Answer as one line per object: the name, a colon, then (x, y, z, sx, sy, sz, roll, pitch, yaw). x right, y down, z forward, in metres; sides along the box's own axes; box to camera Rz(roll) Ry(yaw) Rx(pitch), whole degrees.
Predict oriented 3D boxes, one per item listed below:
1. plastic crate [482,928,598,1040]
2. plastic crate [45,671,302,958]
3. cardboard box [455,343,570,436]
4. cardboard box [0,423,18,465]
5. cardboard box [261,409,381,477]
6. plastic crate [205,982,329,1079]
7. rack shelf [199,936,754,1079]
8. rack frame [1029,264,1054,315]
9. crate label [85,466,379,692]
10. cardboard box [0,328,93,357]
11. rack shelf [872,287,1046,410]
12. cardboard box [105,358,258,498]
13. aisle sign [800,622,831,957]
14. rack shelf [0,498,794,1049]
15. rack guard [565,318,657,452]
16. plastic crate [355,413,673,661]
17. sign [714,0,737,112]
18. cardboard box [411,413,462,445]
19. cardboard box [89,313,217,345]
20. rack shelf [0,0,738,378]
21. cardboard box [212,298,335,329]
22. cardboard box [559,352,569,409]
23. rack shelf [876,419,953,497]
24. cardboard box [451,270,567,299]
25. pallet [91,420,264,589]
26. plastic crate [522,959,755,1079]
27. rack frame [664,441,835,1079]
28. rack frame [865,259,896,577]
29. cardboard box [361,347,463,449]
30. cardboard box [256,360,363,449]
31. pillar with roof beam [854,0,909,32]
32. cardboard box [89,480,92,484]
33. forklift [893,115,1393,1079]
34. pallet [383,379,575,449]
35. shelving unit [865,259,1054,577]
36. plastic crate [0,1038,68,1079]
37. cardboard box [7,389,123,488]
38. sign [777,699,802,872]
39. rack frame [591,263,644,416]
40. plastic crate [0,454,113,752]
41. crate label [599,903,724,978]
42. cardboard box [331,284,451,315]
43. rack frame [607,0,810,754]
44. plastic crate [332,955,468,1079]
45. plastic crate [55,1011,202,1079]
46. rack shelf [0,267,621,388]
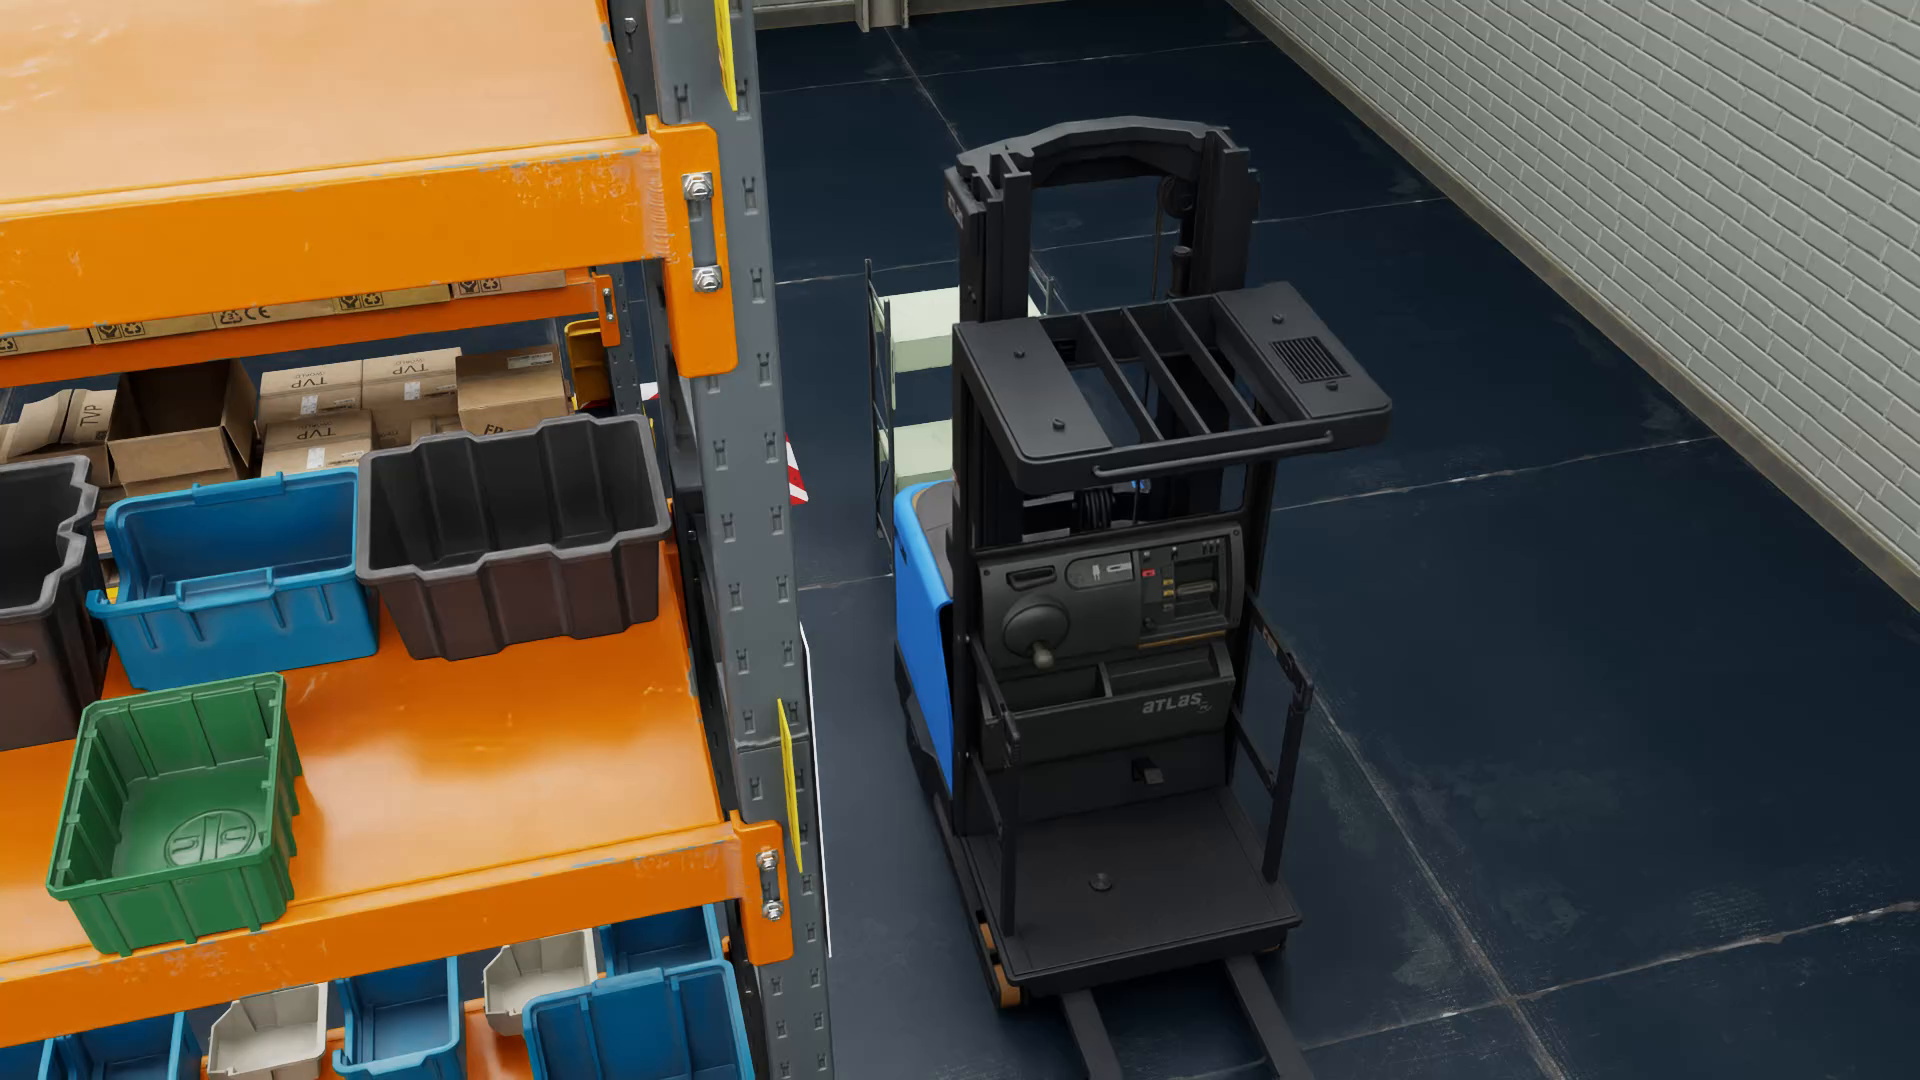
plastic crate: (-1.103, 1.180, 4.386, 0.298, 0.136, 0.250, -9, 38, -12)
plastic crate: (-1.326, 0.467, 2.855, 0.336, 0.188, 0.450, -9, 38, -12)
cardboard box: (-2.196, -0.607, 8.249, 0.500, 0.500, 0.500, -9, 38, -12)
cardboard box: (-4.775, -0.415, 8.288, 0.250, 0.149, 0.380, -9, 38, -12)
cardboard box: (-3.121, -0.375, 8.151, 0.500, 0.250, 0.500, -9, 38, -12)
plastic crate: (-1.758, 1.287, 4.245, 0.298, 0.136, 0.250, -9, 38, -12)
rack shelf: (-2.379, 1.853, 3.930, 4.000, 0.370, 1.077, -9, 38, -12)
rack frame: (0.347, -0.653, 7.848, 0.023, 1.500, 0.400, -9, 38, -12)
crate label: (-1.423, 0.075, 3.316, 0.502, 0.251, 0.408, -9, 38, -12)
cardboard box: (-4.057, -1.143, 7.173, 0.500, 0.500, 0.500, -10, 38, -12)
rack shelf: (-0.006, -0.905, 7.535, 0.720, 0.370, 0.431, -9, 38, -12)
cardboard box: (-3.785, -0.506, 8.114, 0.637, 0.503, 0.797, -9, 38, -12)
aisle sign: (-0.302, 0.379, 3.126, 0.004, 0.787, 0.394, -9, 38, -12)
rack shelf: (-2.379, 0.662, 3.019, 4.000, 0.370, 1.077, -9, 38, -12)
rack guard: (-1.809, -0.651, 8.668, 0.348, 0.500, 1.175, -9, 38, -12)
plastic crate: (-0.892, 0.009, 3.388, 0.590, 0.269, 0.497, -9, 38, -12)
sign: (-0.289, -0.684, 1.983, 0.005, 0.325, 0.100, -9, 38, -12)
cardboard box: (-2.611, -0.463, 8.335, 0.250, 0.166, 0.380, -9, 38, -12)
cardboard box: (-3.567, -1.225, 7.279, 0.500, 0.500, 0.500, -10, 39, -13)
rack shelf: (-2.379, -0.371, 2.229, 4.000, 0.370, 1.077, -9, 38, -12)
cardboard box: (-3.080, -1.304, 7.384, 0.500, 0.500, 0.500, -9, 38, -12)
cardboard box: (-2.229, -0.833, 8.834, 0.250, 0.149, 0.380, -9, 38, -12)
rack shelf: (-0.006, -0.336, 7.970, 0.720, 0.370, 0.431, -9, 38, -12)
cardboard box: (-2.097, -1.465, 7.593, 0.500, 0.500, 0.500, -8, 38, -11)
pallet: (-3.754, -0.218, 8.341, 1.213, 0.211, 1.003, -9, 38, -12)
plastic crate: (-0.722, 1.375, 3.884, 0.499, 0.435, 0.616, -9, 38, -12)
rack frame: (-0.448, 1.251, 4.126, 0.127, 3.000, 1.000, -9, 38, -12)
rack frame: (-0.360, -0.537, 7.697, 0.023, 1.500, 0.400, -9, 38, -12)
cardboard box: (-2.817, -0.739, 8.628, 0.500, 0.250, 0.500, -9, 38, -12)
cardboard box: (-3.300, -0.660, 8.524, 0.500, 0.250, 0.500, -9, 38, -12)
pillar with roof beam: (0.473, -5.353, 7.821, 0.400, 9.000, 9.100, -9, 38, -12)
cardboard box: (-4.303, -0.154, 7.931, 0.250, 0.166, 0.380, -9, 38, -12)
forklift: (0.577, 0.264, 5.472, 1.130, 2.935, 3.031, -9, 38, -11)
pallet: (-2.578, -0.409, 8.590, 1.213, 0.211, 1.003, -9, 38, -12)
shelving unit: (-0.006, -0.595, 7.772, 0.755, 1.500, 0.431, -9, 38, -12)
plastic crate: (-2.333, 1.395, 4.025, 0.300, 0.233, 0.416, -9, 38, -12)
cardboard box: (-4.397, -0.504, 8.270, 0.500, 0.311, 0.500, -9, 38, -12)
sign: (-0.289, 0.421, 2.828, 0.005, 0.325, 0.100, -9, 38, -12)
rack frame: (-1.736, -1.655, 7.925, 0.127, 3.000, 1.000, -9, 38, -12)
plastic crate: (-1.994, 0.165, 3.128, 0.767, 0.338, 0.504, -9, 38, -12)
crate label: (-0.772, 1.139, 4.360, 0.303, 0.233, 0.416, -9, 38, -12)
cardboard box: (-2.597, -1.380, 7.483, 0.500, 0.500, 0.500, -9, 38, -12)
rack frame: (-0.448, -1.132, 2.303, 0.127, 3.000, 1.000, -9, 38, -12)
plastic crate: (-1.408, 1.244, 4.223, 0.300, 0.233, 0.416, -9, 38, -12)
plastic crate: (-2.043, 1.348, 4.087, 0.300, 0.233, 0.416, -9, 38, -12)
rack shelf: (-3.666, -1.053, 7.729, 4.000, 0.370, 1.077, -9, 38, -12)
